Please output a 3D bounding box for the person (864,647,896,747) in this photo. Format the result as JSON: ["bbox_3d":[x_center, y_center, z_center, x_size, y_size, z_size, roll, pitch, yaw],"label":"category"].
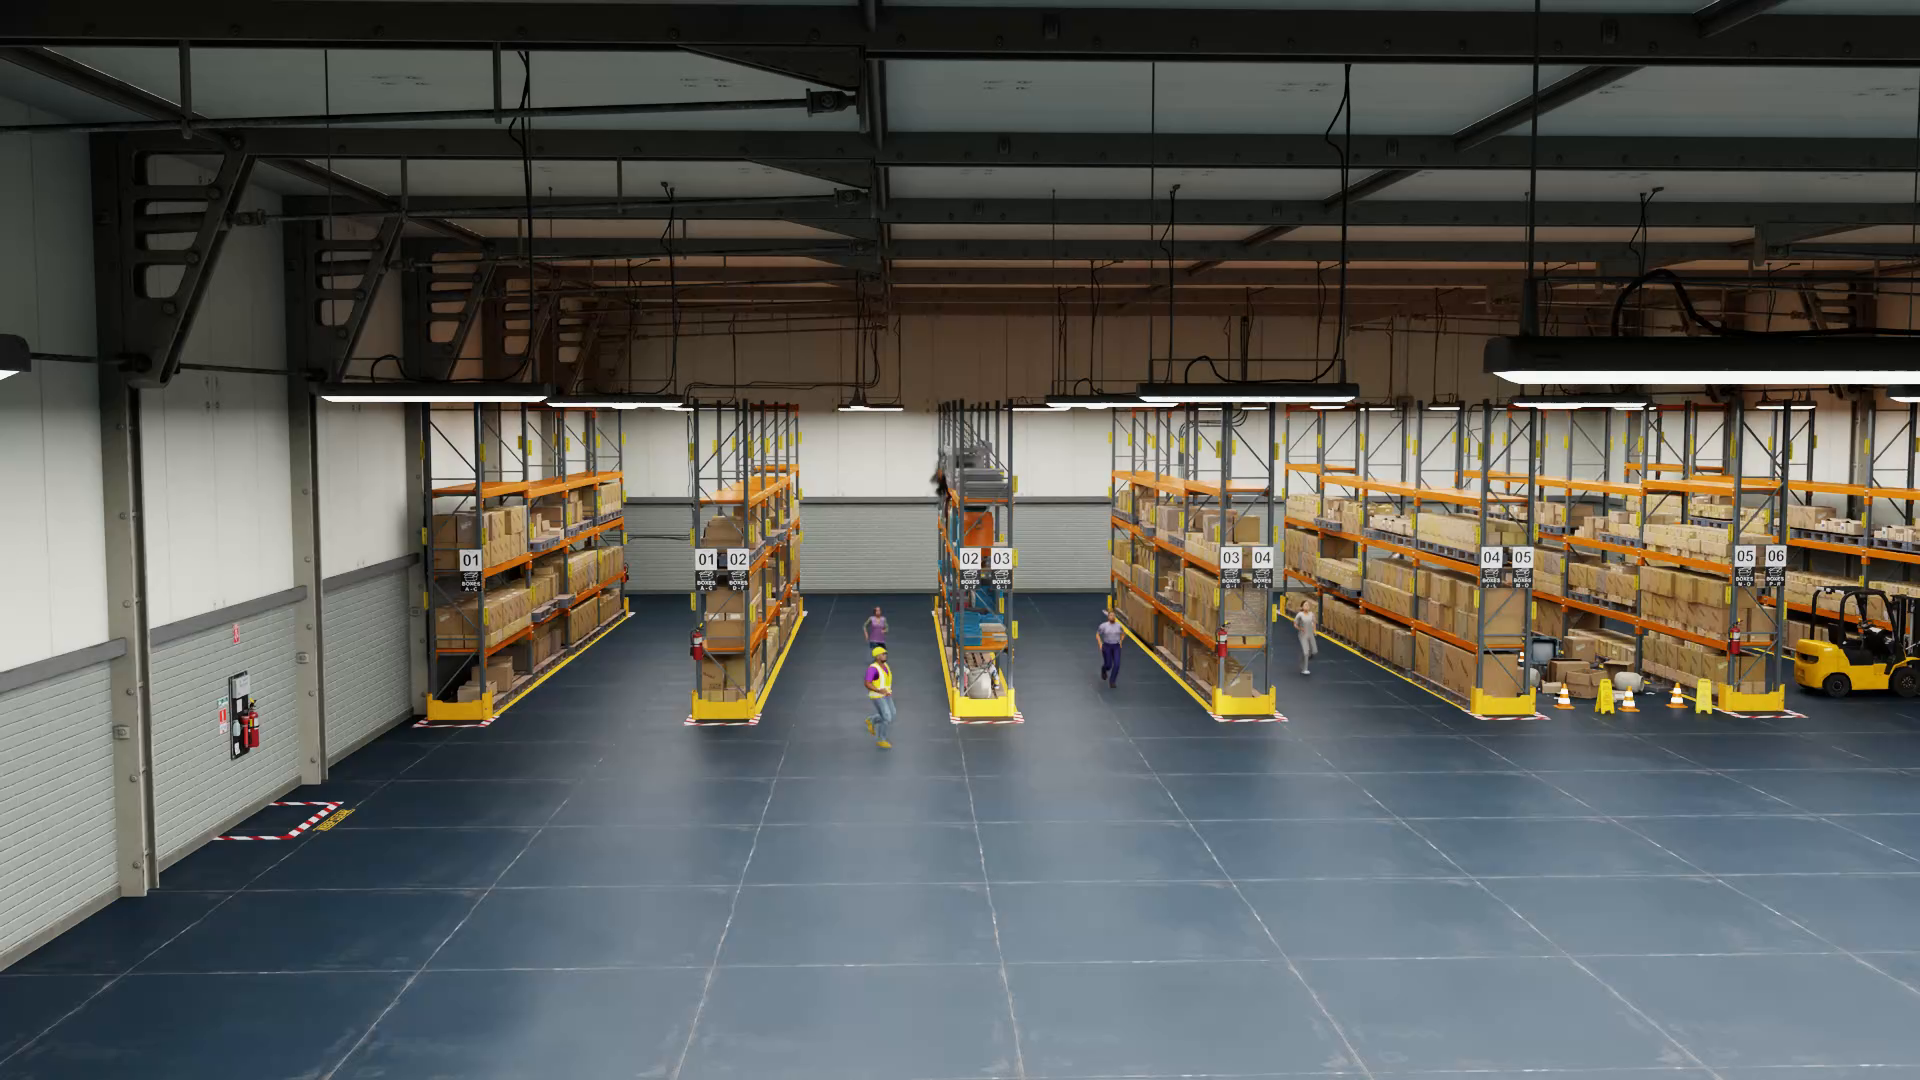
[{"bbox_3d":[-1.407,2.696,28.662,0.584,1.724,0.748,2,5,23],"label":"person"}]

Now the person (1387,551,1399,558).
[{"bbox_3d":[13.104,1.020,50.289,0.889,1.766,0.655,-2,5,-27],"label":"person"}]

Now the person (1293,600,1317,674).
[{"bbox_3d":[7.611,2.133,36.538,0.560,1.622,0.567,-1,4,-14],"label":"person"}]

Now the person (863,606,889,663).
[{"bbox_3d":[-1.776,2.221,35.618,0.503,1.630,0.694,-2,5,-21],"label":"person"}]

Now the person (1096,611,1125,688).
[{"bbox_3d":[3.179,2.286,34.918,0.616,1.606,0.550,-1,4,-8],"label":"person"}]
